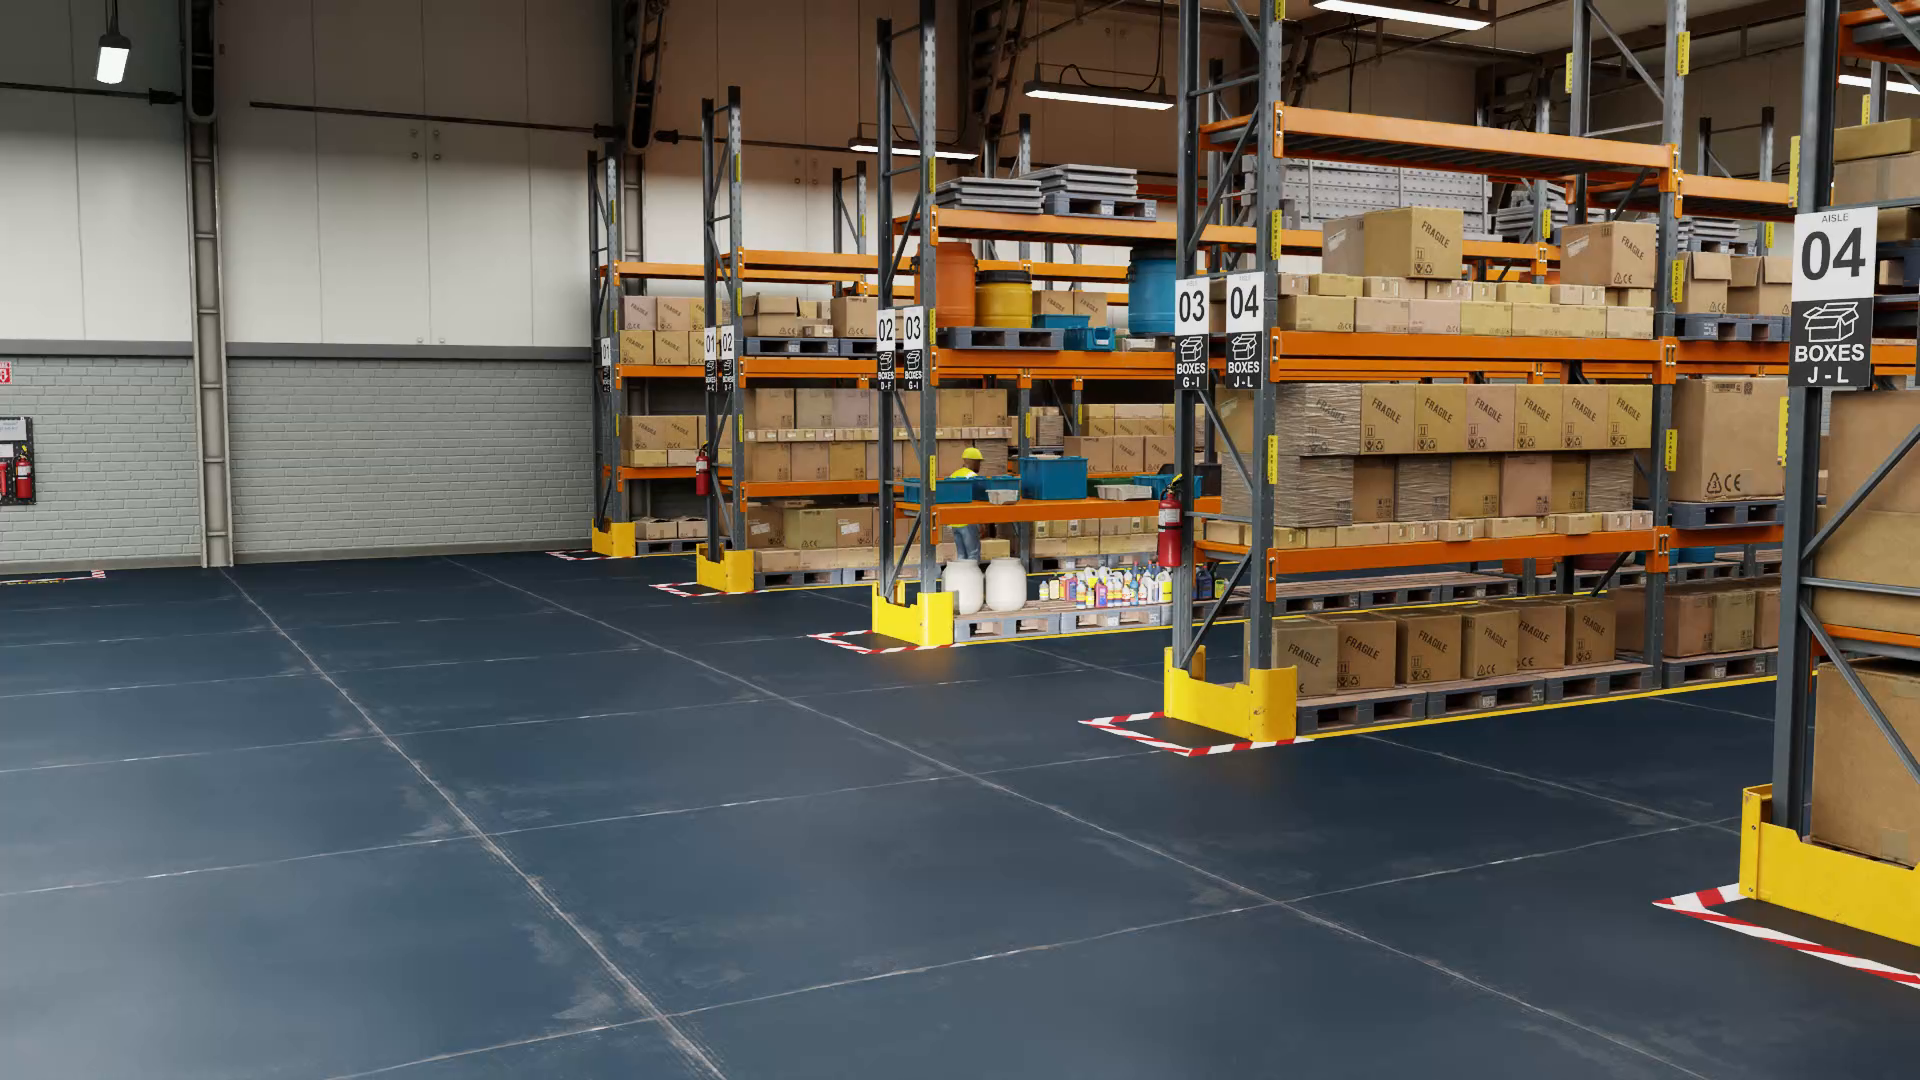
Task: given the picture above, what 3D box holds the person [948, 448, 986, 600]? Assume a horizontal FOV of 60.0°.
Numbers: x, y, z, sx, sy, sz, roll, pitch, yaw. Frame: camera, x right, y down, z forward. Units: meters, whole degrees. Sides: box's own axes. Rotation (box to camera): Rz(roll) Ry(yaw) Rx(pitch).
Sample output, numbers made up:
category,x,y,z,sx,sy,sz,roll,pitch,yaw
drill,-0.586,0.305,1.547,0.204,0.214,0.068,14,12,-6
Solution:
category,x,y,z,sx,sy,sz,roll,pitch,yaw
person,0.100,-0.188,19.327,0.461,1.757,0.628,-3,6,-28
